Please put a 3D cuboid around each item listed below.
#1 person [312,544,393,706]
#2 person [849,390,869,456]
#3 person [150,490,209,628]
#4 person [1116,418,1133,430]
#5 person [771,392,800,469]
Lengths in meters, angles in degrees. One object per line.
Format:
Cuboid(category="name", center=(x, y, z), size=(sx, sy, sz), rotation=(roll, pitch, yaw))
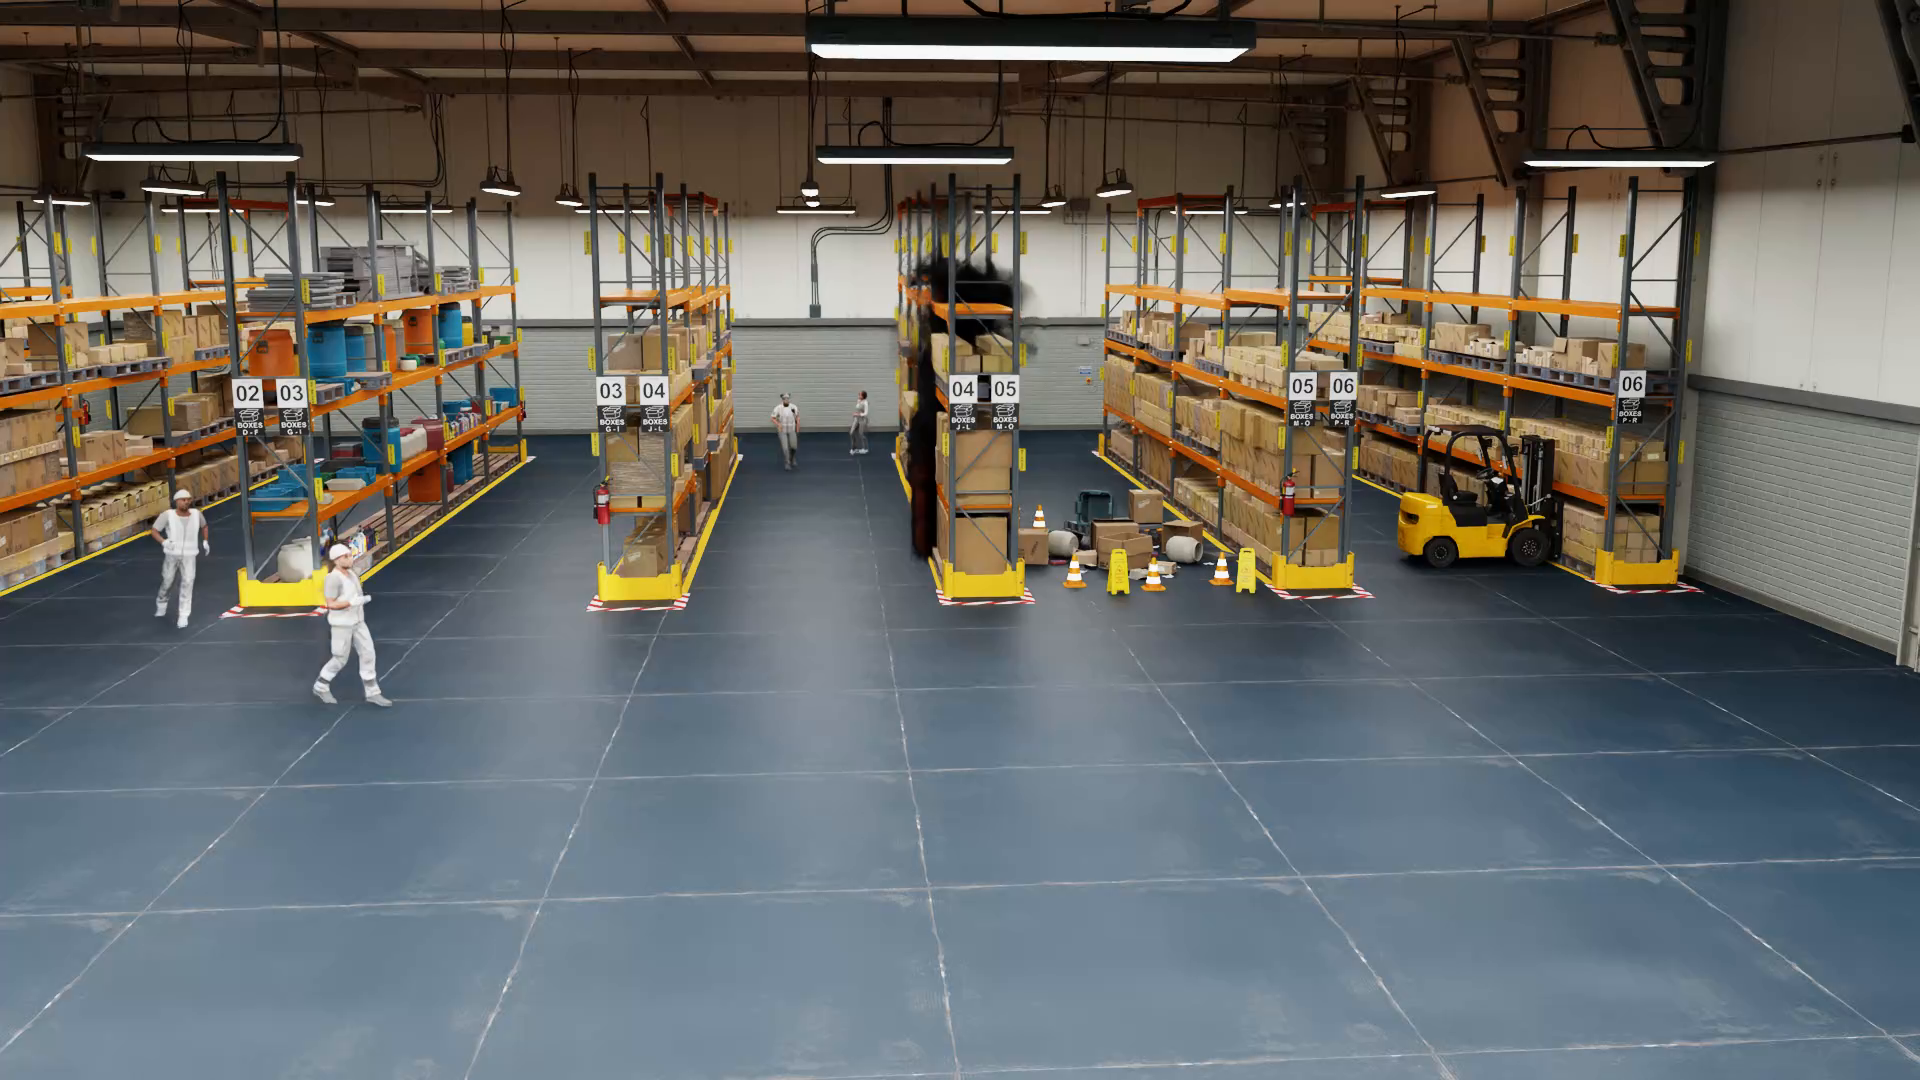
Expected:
Cuboid(category="person", center=(-6.663, 0.930, 18.085), size=(0.882, 1.794, 0.648), rotation=(2, 10, 12))
Cuboid(category="person", center=(-2.379, -2.818, 40.216), size=(0.552, 1.594, 0.638), rotation=(9, 14, 42))
Cuboid(category="person", center=(-10.459, 0.213, 22.372), size=(0.742, 1.784, 0.917), rotation=(-6, 12, -32))
Cuboid(category="person", center=(4.234, -3.112, 41.608), size=(0.666, 1.717, 0.776), rotation=(3, 10, 15))
Cuboid(category="person", center=(-3.934, -2.478, 37.726), size=(0.677, 1.749, 0.595), rotation=(-2, 10, -11))
